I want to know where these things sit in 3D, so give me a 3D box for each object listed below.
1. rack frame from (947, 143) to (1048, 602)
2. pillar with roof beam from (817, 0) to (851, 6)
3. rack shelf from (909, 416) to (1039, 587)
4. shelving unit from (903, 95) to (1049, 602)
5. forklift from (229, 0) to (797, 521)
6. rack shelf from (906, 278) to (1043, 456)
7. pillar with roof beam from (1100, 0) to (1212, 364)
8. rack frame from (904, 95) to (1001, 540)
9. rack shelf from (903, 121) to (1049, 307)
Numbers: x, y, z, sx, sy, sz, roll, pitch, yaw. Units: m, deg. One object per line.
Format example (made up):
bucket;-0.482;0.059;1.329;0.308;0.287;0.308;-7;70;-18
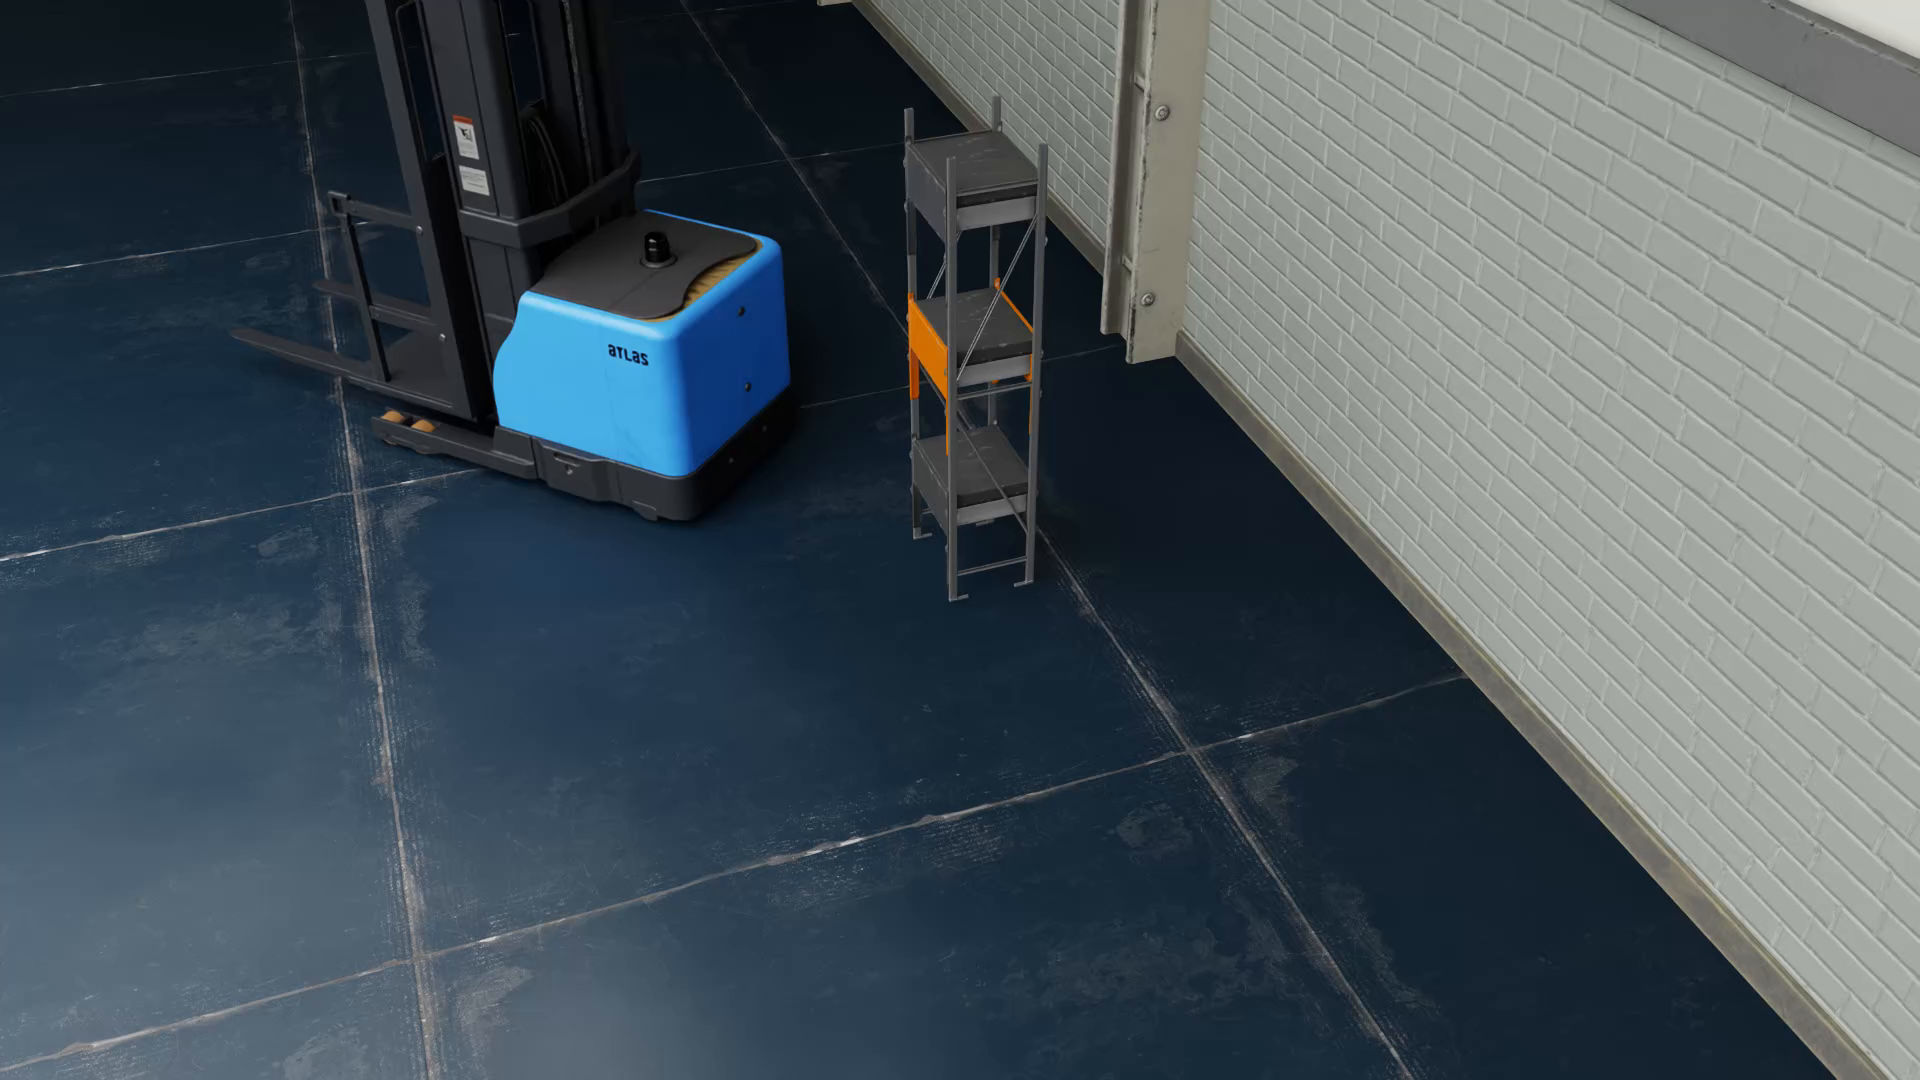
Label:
rack frame;0.141;-0.607;6.811;0.400;2.100;0.015;-12;39;-16
pillar with roof beam;-5.112;-7.189;9.815;9.100;9.000;0.400;-12;39;-16
rack shelf;0.057;-0.175;7.423;0.431;0.518;0.480;-12;39;-16
shelving unit;0.057;-0.745;6.994;0.431;2.100;0.503;-12;39;-16
forklift;-2.381;-1.866;7.792;3.031;2.935;1.130;17;40;21
rack shelf;0.057;-0.734;7.002;0.431;0.518;0.480;-12;39;-16
pillar with roof beam;-3.047;-3.800;5.315;9.100;9.000;0.400;-12;39;-16
rack frame;-0.027;-0.883;7.177;0.400;2.100;0.015;-12;39;-16
rack shelf;0.057;-1.293;6.581;0.431;0.518;0.480;-12;39;-16
